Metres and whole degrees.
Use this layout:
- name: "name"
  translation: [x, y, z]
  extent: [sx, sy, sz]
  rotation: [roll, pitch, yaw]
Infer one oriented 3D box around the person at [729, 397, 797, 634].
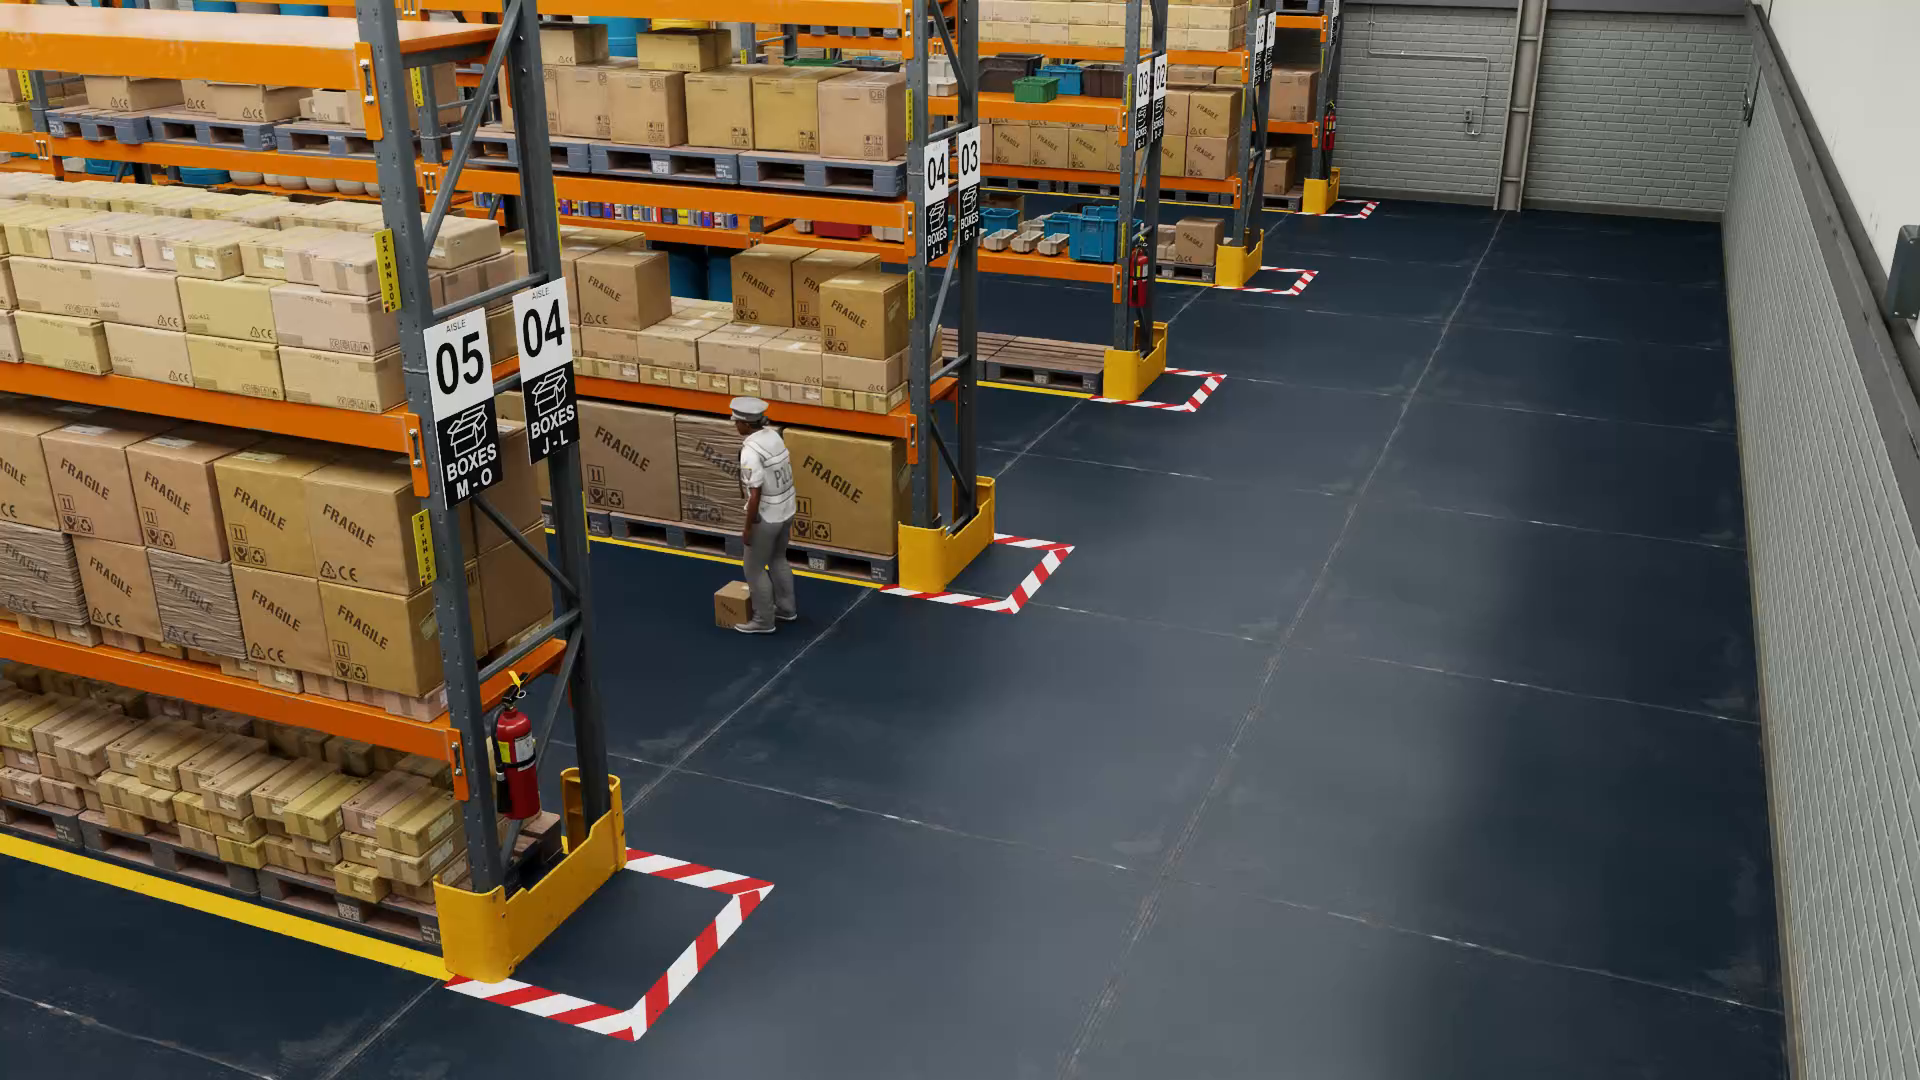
- name: "person"
  translation: [-1.332, -0.161, 11.296]
  extent: [0.417, 1.658, 0.519]
  rotation: [8, 24, 19]
